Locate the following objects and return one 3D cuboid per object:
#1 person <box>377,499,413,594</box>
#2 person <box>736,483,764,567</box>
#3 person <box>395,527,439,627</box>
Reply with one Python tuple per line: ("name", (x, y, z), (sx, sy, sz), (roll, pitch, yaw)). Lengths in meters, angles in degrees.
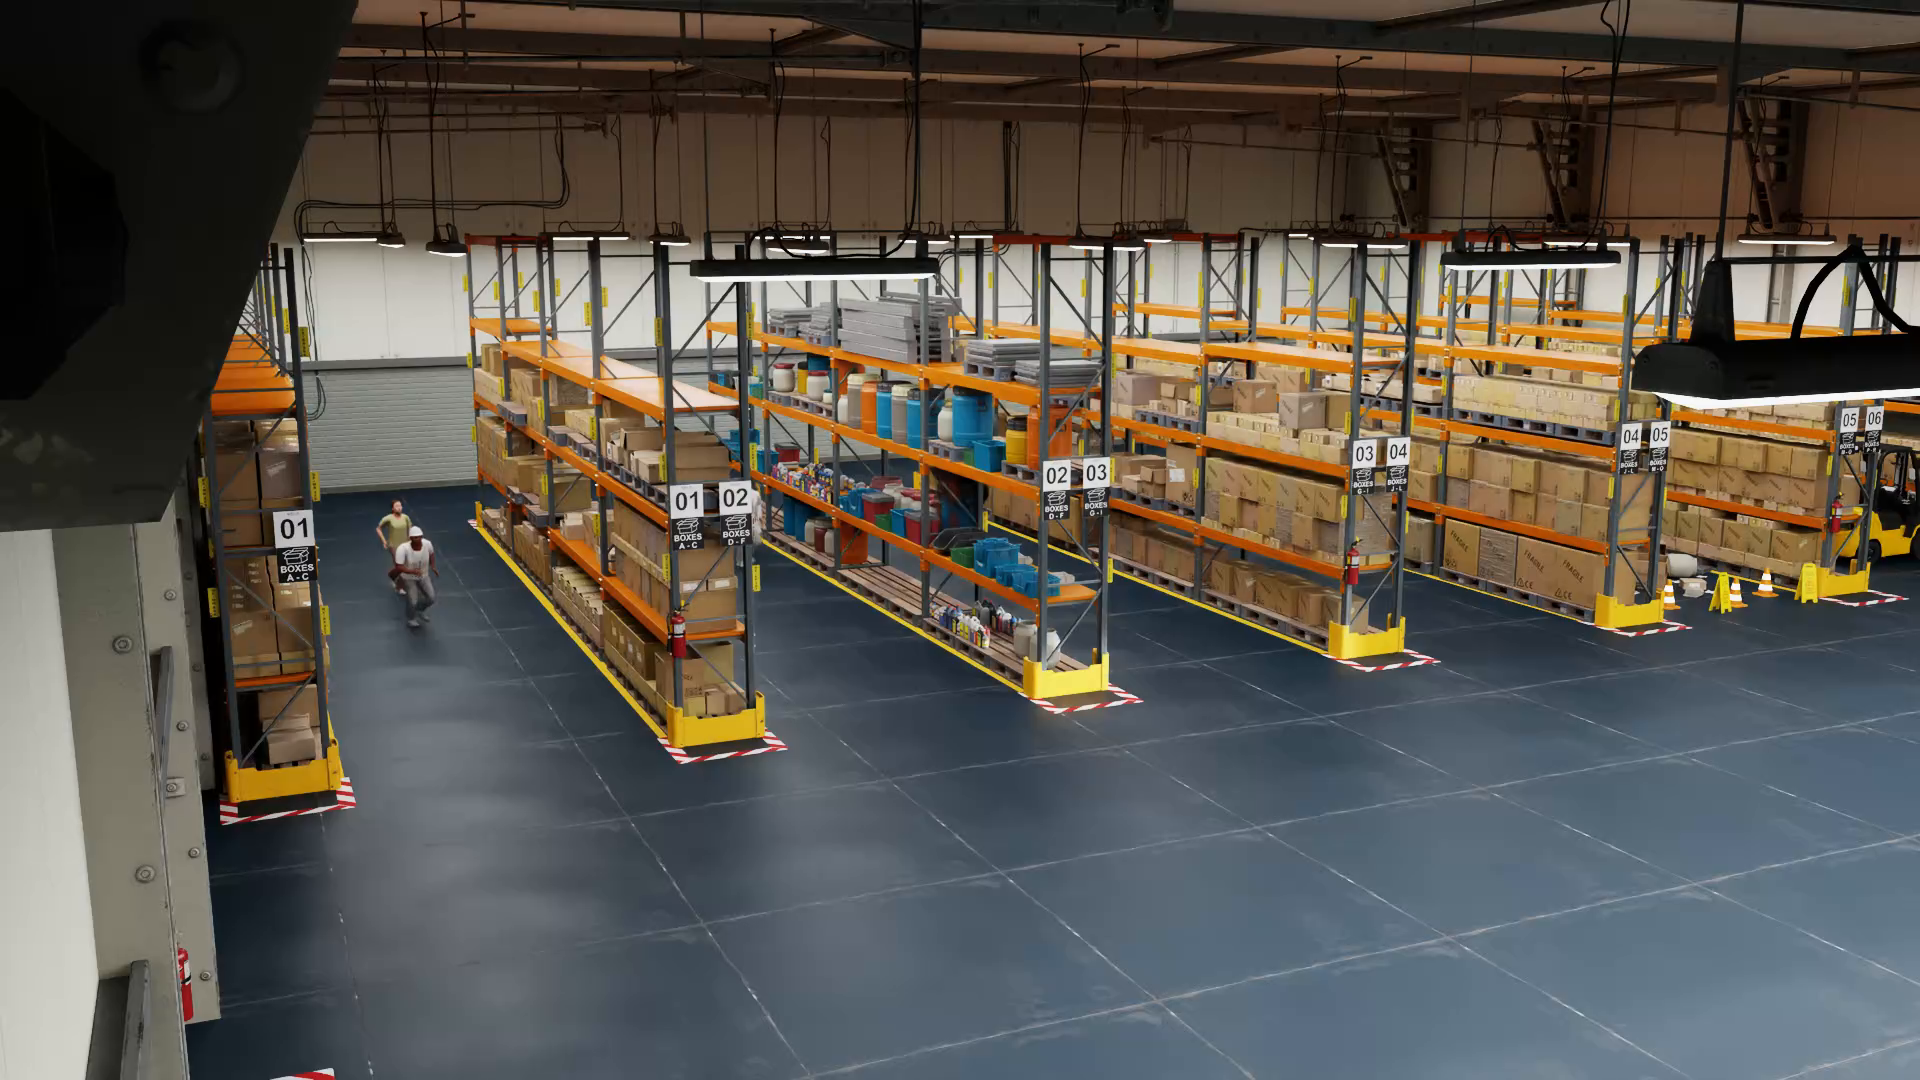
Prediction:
("person", (-9.524, 0.119, 28.226), (0.586, 1.627, 0.534), (-9, 14, -39))
("person", (-3.883, -0.203, 30.296), (0.694, 1.482, 0.815), (-7, 13, -31))
("person", (-8.425, 0.578, 25.836), (0.717, 1.649, 0.770), (-10, 15, -41))
